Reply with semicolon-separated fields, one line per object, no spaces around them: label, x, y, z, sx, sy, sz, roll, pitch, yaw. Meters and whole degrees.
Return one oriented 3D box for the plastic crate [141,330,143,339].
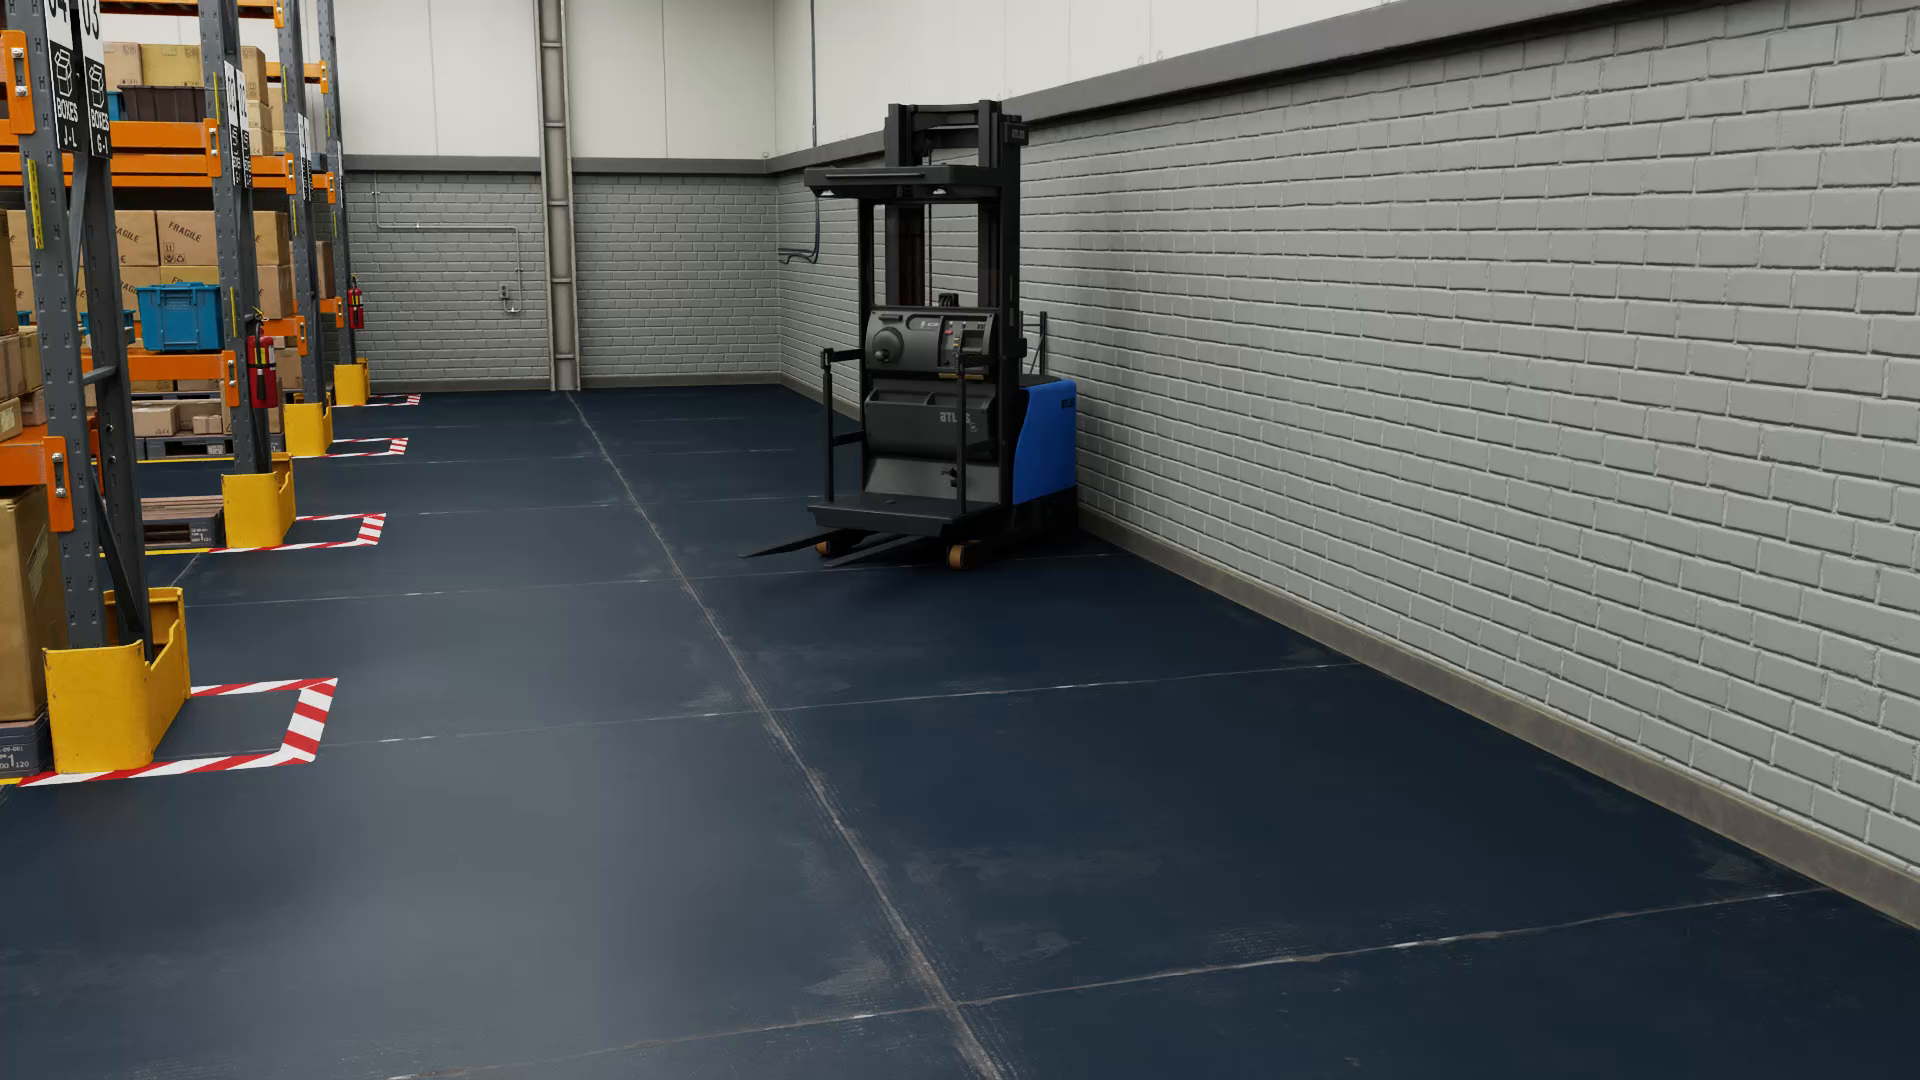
plastic crate;-5.627;-1.463;11.769;0.298;0.136;0.250;-3;11;-16

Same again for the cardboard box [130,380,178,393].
cardboard box;-9.853;-2.087;20.344;0.500;0.500;0.700;-3;11;-15

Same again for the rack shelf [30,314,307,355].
rack shelf;-8.268;-1.926;15.711;4.000;0.370;1.077;-3;11;-16

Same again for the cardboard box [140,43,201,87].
cardboard box;-7.340;-4.358;15.610;0.500;0.500;0.700;-3;11;-16

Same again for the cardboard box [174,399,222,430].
cardboard box;-7.429;-1.242;16.386;0.500;0.250;0.500;-3;11;-16

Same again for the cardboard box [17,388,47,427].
cardboard box;-4.016;-0.575;7.077;0.250;0.149;0.380;-3;11;-15

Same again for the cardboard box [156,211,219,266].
cardboard box;-7.183;-2.826;15.574;0.500;0.500;0.500;-3;11;-14

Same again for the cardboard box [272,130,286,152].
cardboard box;-8.365;-4.816;20.115;0.500;0.250;0.500;-3;11;-14

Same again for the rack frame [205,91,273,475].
rack frame;-4.967;-1.520;11.517;0.127;3.000;1.000;-3;11;-16

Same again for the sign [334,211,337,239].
sign;-7.598;-3.833;20.230;0.005;0.325;0.100;-3;11;-16

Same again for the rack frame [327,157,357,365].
rack frame;-7.736;-3.242;20.872;0.127;3.000;1.000;-3;11;-16

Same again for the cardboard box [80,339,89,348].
cardboard box;-10.450;-2.341;19.933;0.250;0.149;0.380;-3;11;-14

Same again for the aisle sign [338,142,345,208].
aisle sign;-7.583;-4.472;20.373;0.004;0.787;0.394;-3;11;-16

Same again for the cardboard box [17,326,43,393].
cardboard box;-4.119;-0.754;6.950;0.500;0.250;0.500;-3;11;-17

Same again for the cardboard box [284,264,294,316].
cardboard box;-6.847;-2.454;16.313;0.500;0.500;0.500;-3;11;-15

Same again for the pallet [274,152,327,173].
pallet;-8.445;-4.634;20.395;1.213;0.211;1.003;-3;11;-16

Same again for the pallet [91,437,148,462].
pallet;-8.355;-0.904;15.875;1.213;0.211;1.003;-3;11;-16

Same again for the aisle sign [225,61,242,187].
aisle sign;-4.816;-2.751;11.025;0.004;0.787;0.394;-3;11;-16

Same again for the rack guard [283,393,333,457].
rack guard;-6.421;-1.148;16.401;0.348;0.500;1.175;-3;11;-16

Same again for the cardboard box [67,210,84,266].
cardboard box;-8.173;-2.773;15.286;0.500;0.500;0.500;-3;11;-14

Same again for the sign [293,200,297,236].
sign;-6.212;-3.008;15.533;0.005;0.325;0.100;-3;11;-16

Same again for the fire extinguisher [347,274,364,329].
fire extinguisher;-7.462;-2.948;20.519;0.183;0.674;0.296;-3;11;-16

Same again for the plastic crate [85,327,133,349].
plastic crate;-5.699;-1.347;11.140;0.243;0.136;0.396;-3;11;-16

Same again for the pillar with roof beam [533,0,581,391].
pillar with roof beam;-4.182;-5.731;17.823;0.400;9.000;9.100;-3;11;-16

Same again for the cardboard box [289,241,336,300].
cardboard box;-8.223;-3.362;20.695;0.700;0.700;0.980;-3;11;-13

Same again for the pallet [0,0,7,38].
pallet;-4.292;-2.051;6.363;1.213;0.211;1.003;-3;11;-16

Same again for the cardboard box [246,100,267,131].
cardboard box;-6.770;-3.958;15.510;0.500;0.250;0.500;-3;11;-16

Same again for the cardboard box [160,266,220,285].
cardboard box;-7.199;-2.333;15.660;0.500;0.500;0.500;-3;11;-15

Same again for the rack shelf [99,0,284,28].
rack shelf;-8.268;-4.875;15.168;4.000;0.370;1.077;-3;11;-16

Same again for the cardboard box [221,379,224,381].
cardboard box;-8.860;-2.141;20.636;0.500;0.500;0.700;-3;11;-16

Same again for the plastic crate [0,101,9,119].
plastic crate;-6.511;-2.935;11.091;0.767;0.338;0.504;-3;11;-16

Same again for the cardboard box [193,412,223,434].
cardboard box;-7.215;-1.129;16.004;0.250;0.166;0.380;-3;11;-16

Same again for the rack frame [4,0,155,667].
rack frame;-3.582;-0.659;6.840;0.127;3.000;1.000;-3;11;-16

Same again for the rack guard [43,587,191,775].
rack guard;-3.559;0.569;7.073;0.348;0.500;1.175;-3;11;-16

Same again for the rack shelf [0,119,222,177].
rack shelf;-6.887;-2.540;10.761;4.000;0.370;1.077;-3;11;-16

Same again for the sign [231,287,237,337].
sign;-4.797;-1.505;10.987;0.005;0.325;0.100;-3;11;-16

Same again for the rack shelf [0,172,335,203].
rack shelf;-9.656;-4.262;20.116;4.000;0.370;1.077;-3;11;-16

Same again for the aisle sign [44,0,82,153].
aisle sign;-3.429;-1.889;6.341;0.004;0.787;0.394;-3;11;-16

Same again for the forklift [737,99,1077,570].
forklift;-0.300;-1.341;10.737;1.130;2.935;3.031;6;12;28

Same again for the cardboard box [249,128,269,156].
cardboard box;-6.767;-3.711;15.547;0.500;0.250;0.500;-3;11;-16

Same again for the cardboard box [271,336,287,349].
cardboard box;-8.452;-2.447;20.507;0.250;0.149;0.380;-3;11;-17

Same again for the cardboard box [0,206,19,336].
cardboard box;-3.977;-1.030;6.377;0.500;0.500;0.500;-3;11;-15

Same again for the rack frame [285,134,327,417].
rack frame;-6.348;-2.381;16.196;0.127;3.000;1.000;-3;11;-16

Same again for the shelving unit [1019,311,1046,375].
shelving unit;0.065;-0.990;12.676;1.048;1.500;0.538;4;8;24

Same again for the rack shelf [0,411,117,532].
rack shelf;-5.503;-0.204;6.356;4.000;0.370;1.077;-3;11;-16

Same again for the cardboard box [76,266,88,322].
cardboard box;-8.163;-2.284;15.390;0.500;0.500;0.500;-3;11;-17

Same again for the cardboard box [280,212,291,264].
cardboard box;-6.847;-2.945;16.223;0.500;0.500;0.500;-3;11;-14

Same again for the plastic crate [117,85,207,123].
plastic crate;-5.414;-2.960;11.415;0.590;0.269;0.497;-3;11;-16

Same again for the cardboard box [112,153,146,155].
cardboard box;-7.727;-3.660;15.271;0.500;0.250;0.500;-3;11;-16

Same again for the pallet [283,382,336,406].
pallet;-8.482;-1.817;20.831;1.213;0.211;1.003;-3;11;-16

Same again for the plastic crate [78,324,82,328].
plastic crate;-6.278;-1.428;11.582;0.298;0.136;0.250;-3;11;-16

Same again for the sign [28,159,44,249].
sign;-3.444;-1.250;6.198;0.005;0.325;0.100;-3;11;-16

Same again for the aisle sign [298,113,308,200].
aisle sign;-6.197;-3.610;15.690;0.004;0.787;0.394;-3;11;-16

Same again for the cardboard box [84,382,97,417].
cardboard box;-8.386;-1.263;15.803;0.637;0.503;0.797;-3;11;-16

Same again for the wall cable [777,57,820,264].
wall cable;-2.205;-4.889;21.827;0.112;2.526;3.097;-3;11;-16
